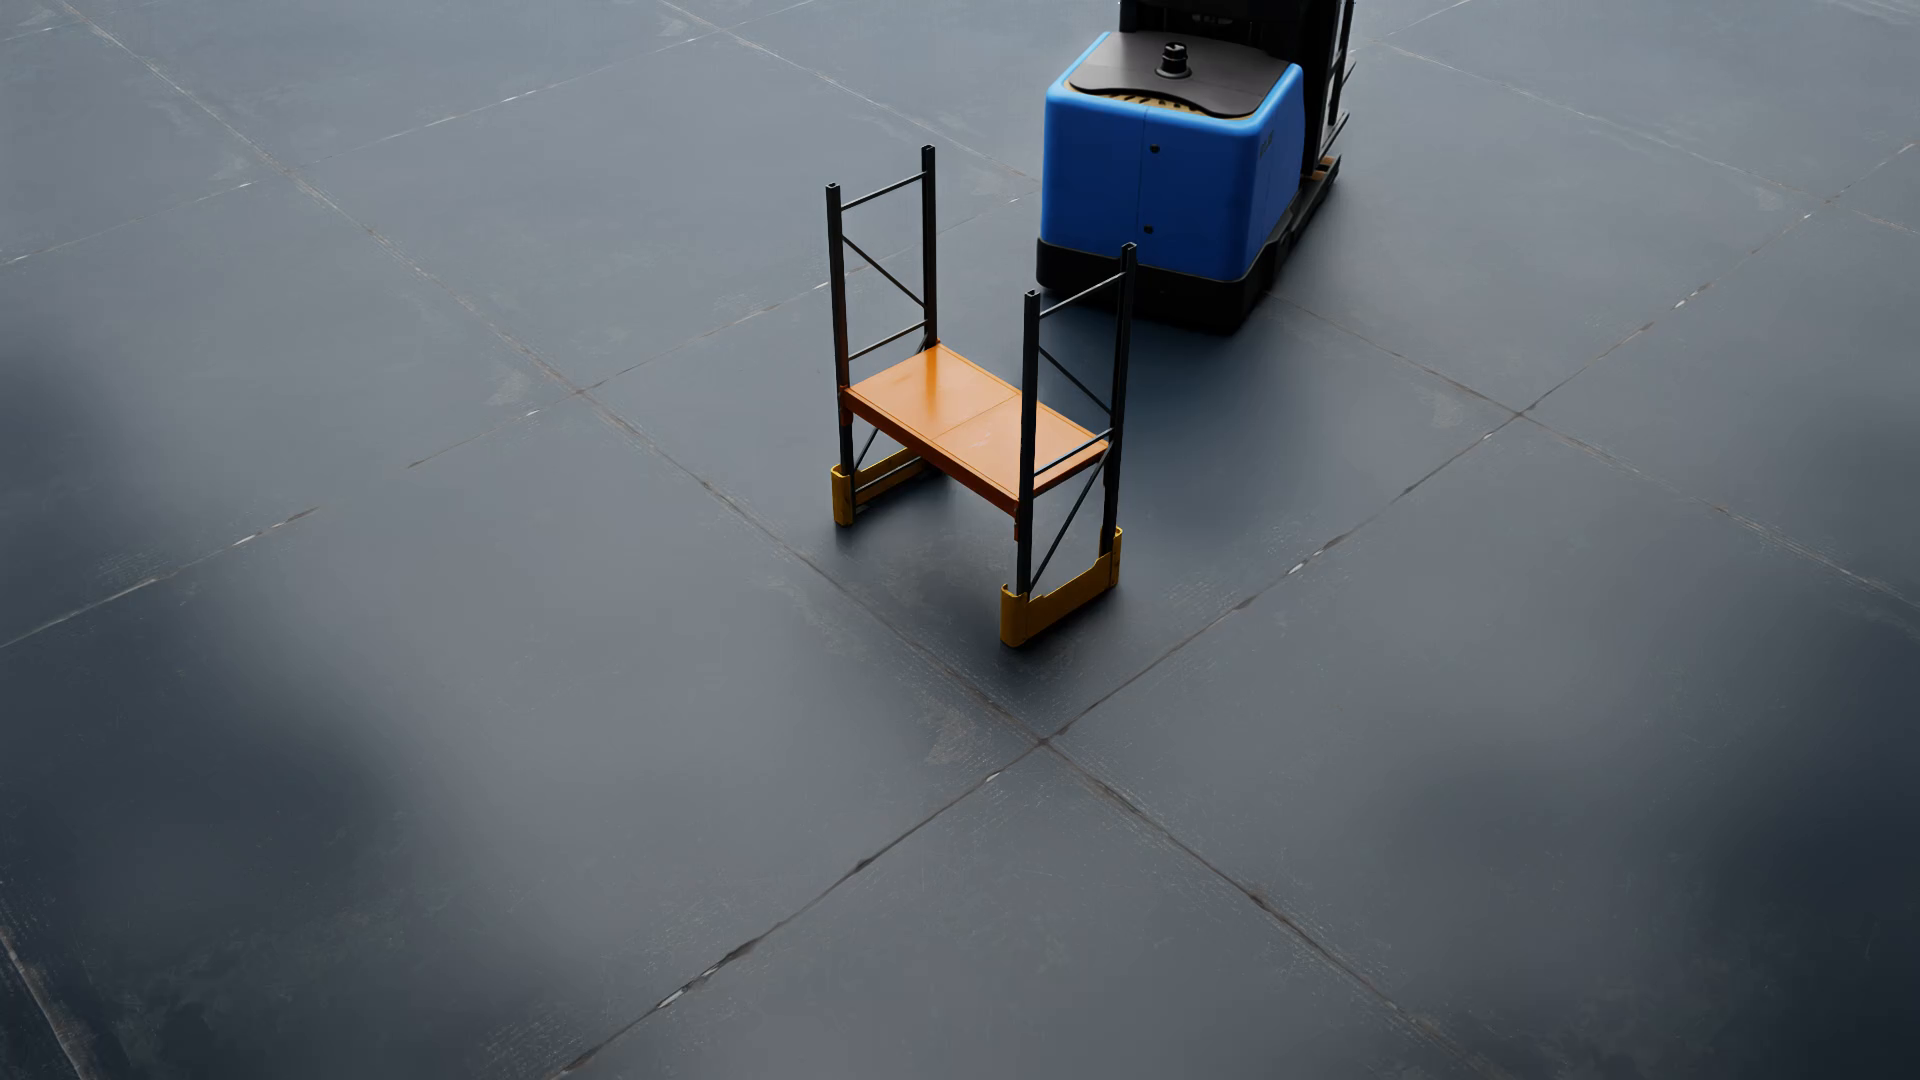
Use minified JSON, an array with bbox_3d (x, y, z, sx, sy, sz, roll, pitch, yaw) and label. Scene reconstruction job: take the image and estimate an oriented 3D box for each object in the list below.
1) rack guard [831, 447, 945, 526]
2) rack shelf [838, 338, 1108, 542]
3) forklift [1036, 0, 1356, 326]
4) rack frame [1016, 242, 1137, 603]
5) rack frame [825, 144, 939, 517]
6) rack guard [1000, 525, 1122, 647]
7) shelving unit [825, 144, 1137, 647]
[{"bbox_3d":[-0.285,-0.292,6.913,0.587,0.250,0.087,-30,48,-32],"label":"rack guard"},{"bbox_3d":[0.058,-0.404,6.343,0.538,0.185,1.000,-30,48,-32],"label":"rack shelf"},{"bbox_3d":[1.443,-3.078,8.229,1.130,2.935,3.031,16,42,19],"label":"forklift"},{"bbox_3d":[0.402,-0.309,5.939,0.500,1.500,0.032,-30,48,-32],"label":"rack frame"},{"bbox_3d":[-0.286,-0.779,6.521,0.500,1.500,0.032,-30,48,-32],"label":"rack frame"},{"bbox_3d":[0.388,0.169,6.342,0.587,0.250,0.087,-30,48,-32],"label":"rack guard"},{"bbox_3d":[0.052,-0.548,6.235,0.587,1.500,1.083,-30,48,-32],"label":"shelving unit"}]
